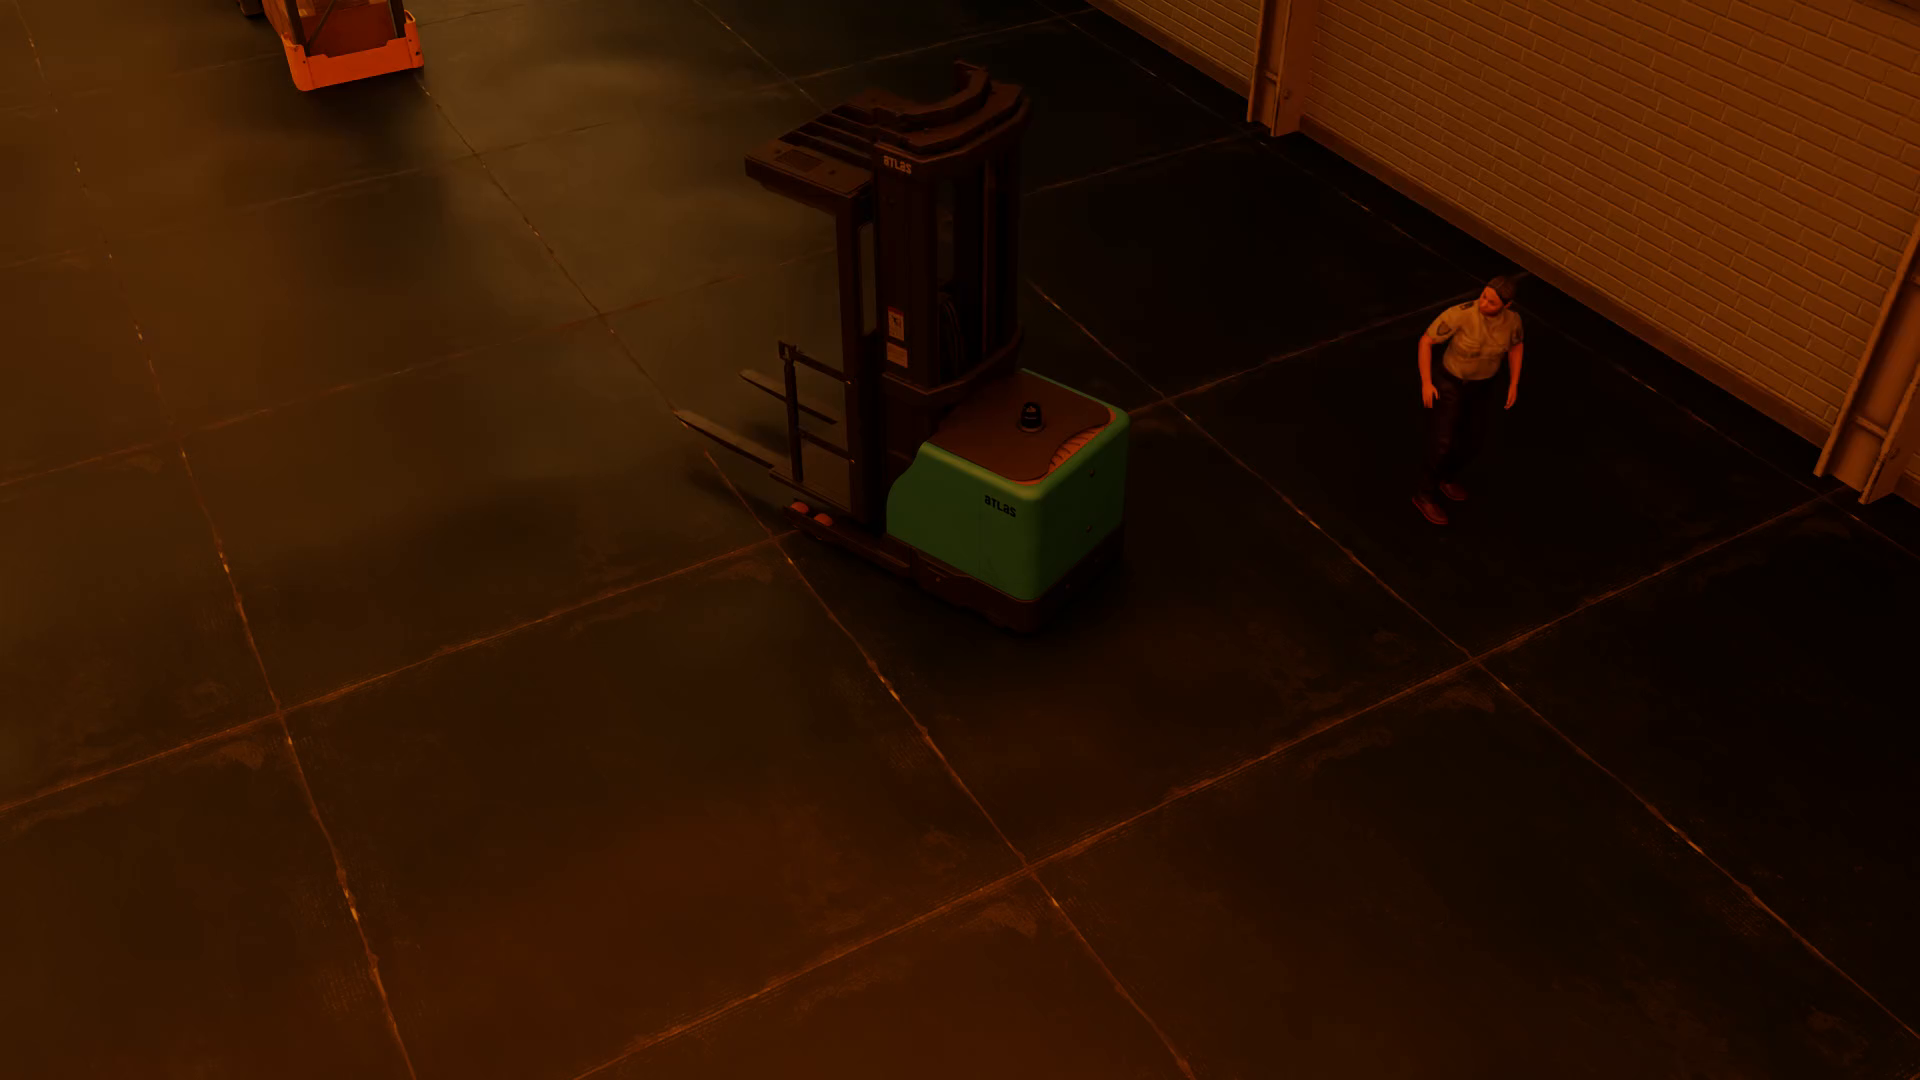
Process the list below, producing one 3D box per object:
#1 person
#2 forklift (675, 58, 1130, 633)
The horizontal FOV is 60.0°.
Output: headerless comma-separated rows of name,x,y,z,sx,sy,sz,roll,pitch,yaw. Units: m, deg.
person,3.119,-0.883,10.127,0.680,1.629,0.485,-12,41,-14
forklift,-0.481,-1.366,9.683,3.031,2.935,1.130,26,46,28
